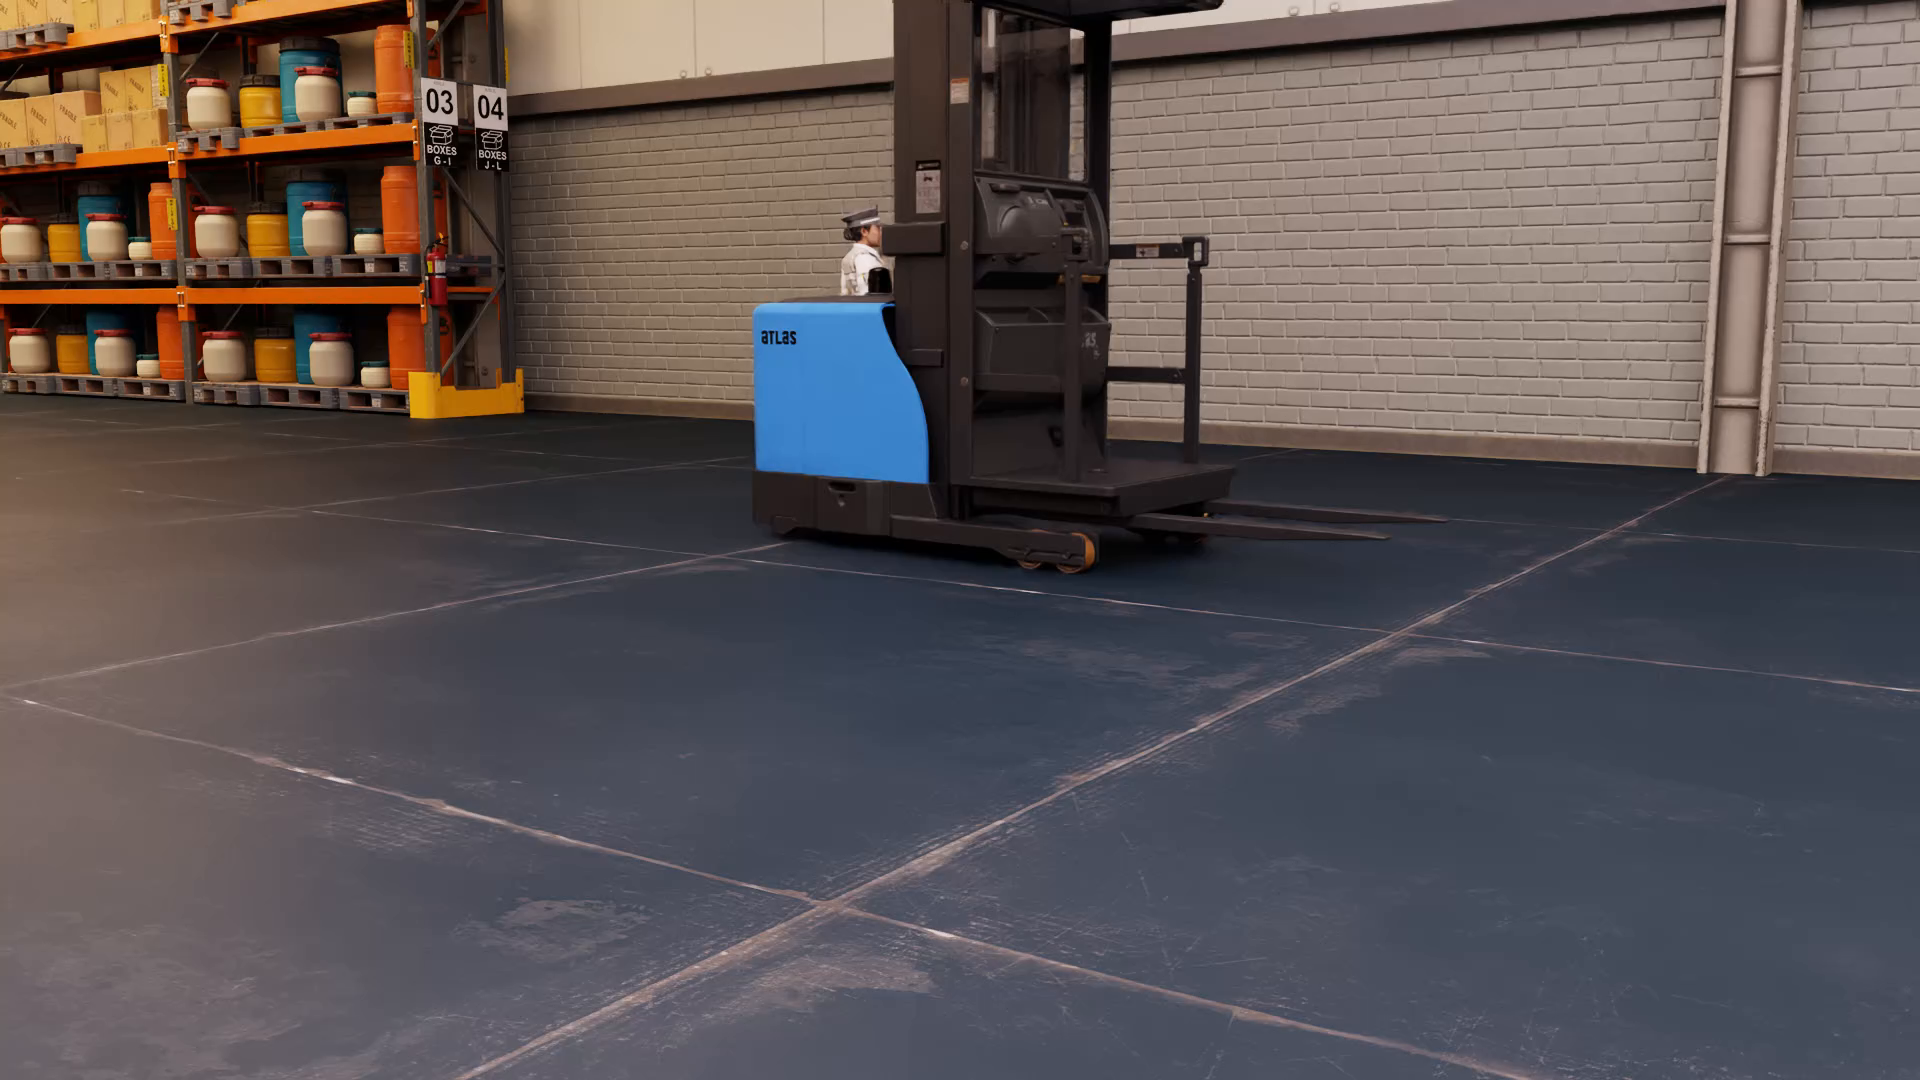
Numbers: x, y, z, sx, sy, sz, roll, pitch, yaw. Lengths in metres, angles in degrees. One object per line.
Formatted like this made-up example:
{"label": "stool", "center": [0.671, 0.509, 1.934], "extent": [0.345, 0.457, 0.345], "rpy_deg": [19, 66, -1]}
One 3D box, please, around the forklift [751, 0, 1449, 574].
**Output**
{"label": "forklift", "center": [0.526, -1.400, 7.040], "extent": [3.031, 2.935, 1.130], "rpy_deg": [6, 10, 36]}

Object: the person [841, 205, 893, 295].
{"label": "person", "center": [-0.582, -1.270, 10.560], "extent": [0.335, 1.690, 0.485], "rpy_deg": [-3, 9, -20]}
